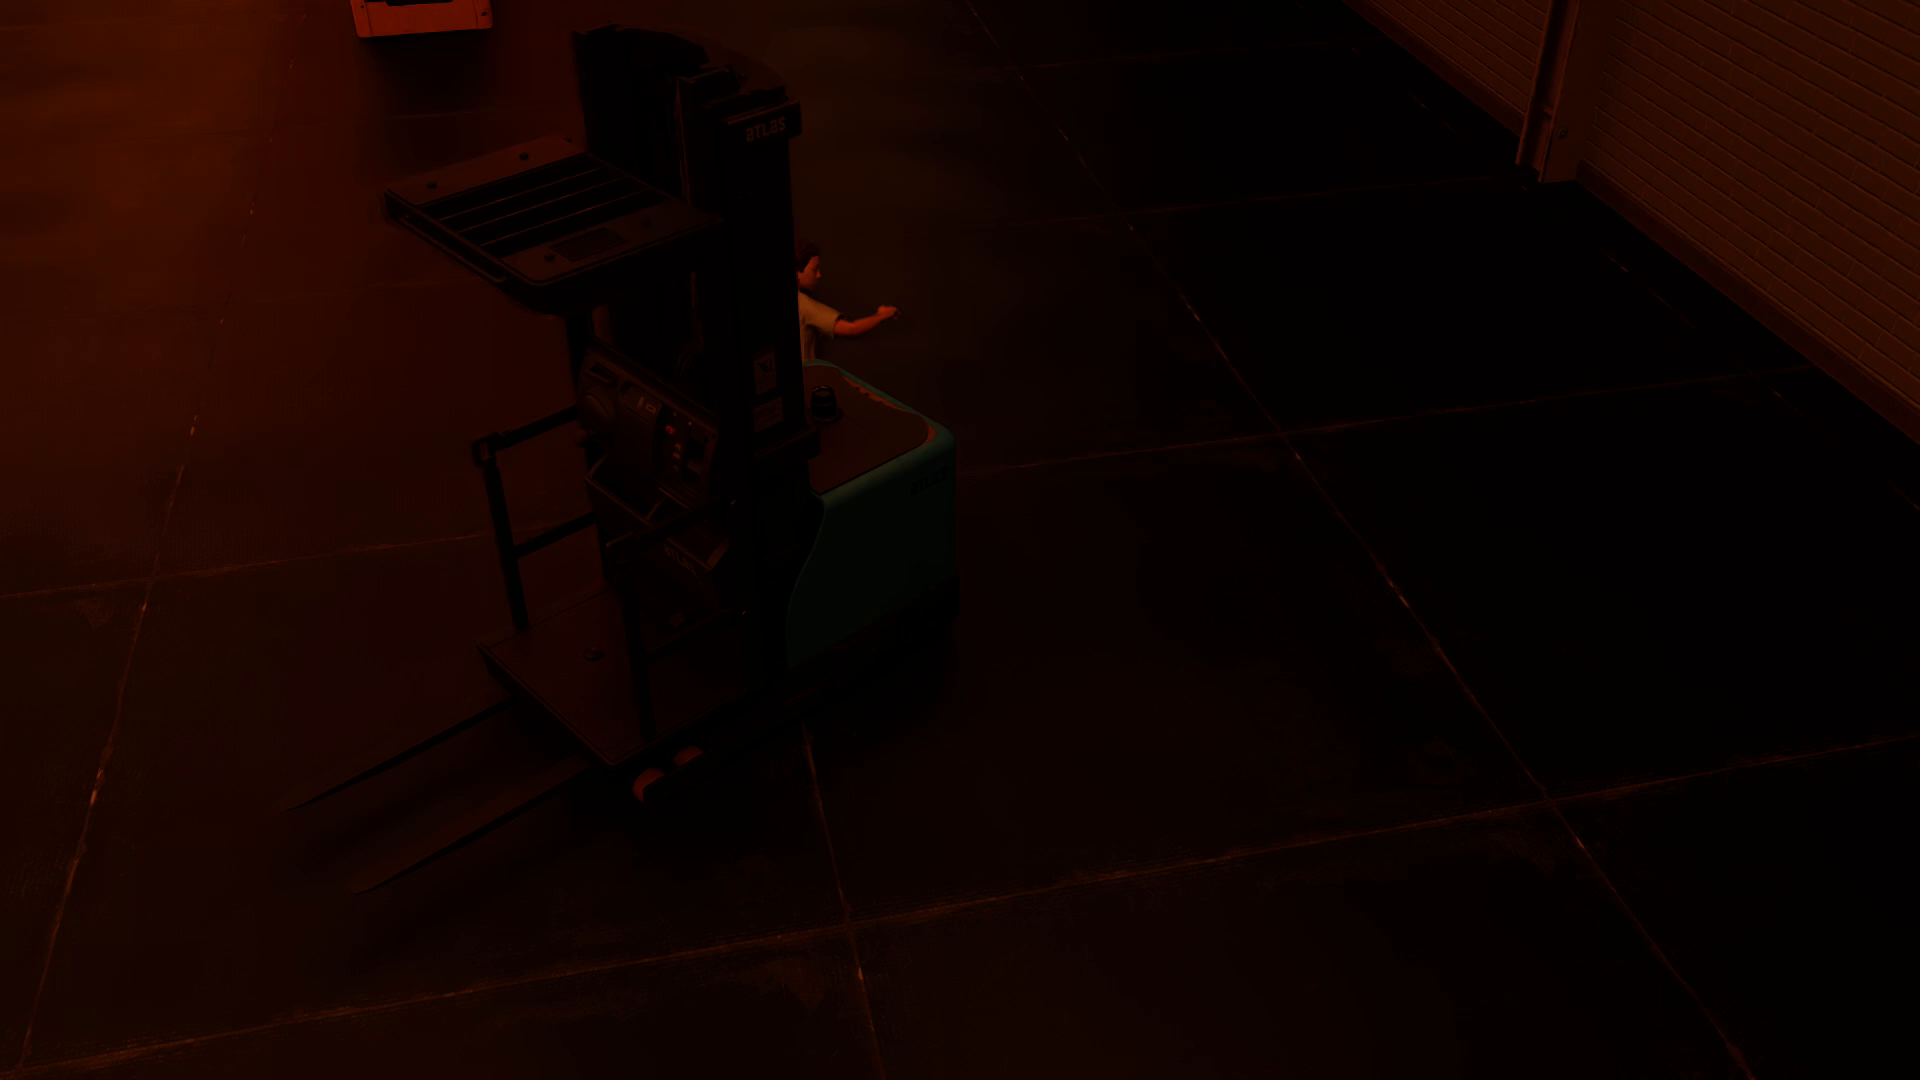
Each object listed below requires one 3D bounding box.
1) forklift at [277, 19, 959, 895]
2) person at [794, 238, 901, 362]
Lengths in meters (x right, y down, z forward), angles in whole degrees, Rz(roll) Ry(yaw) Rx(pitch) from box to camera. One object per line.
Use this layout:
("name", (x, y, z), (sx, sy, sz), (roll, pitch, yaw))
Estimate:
("forklift", (-1.423, -0.410, 6.620), (3.031, 2.935, 1.130), (-29, 45, -34))
("person", (-0.682, -0.895, 8.615), (0.767, 1.438, 1.072), (0, 36, 0))
